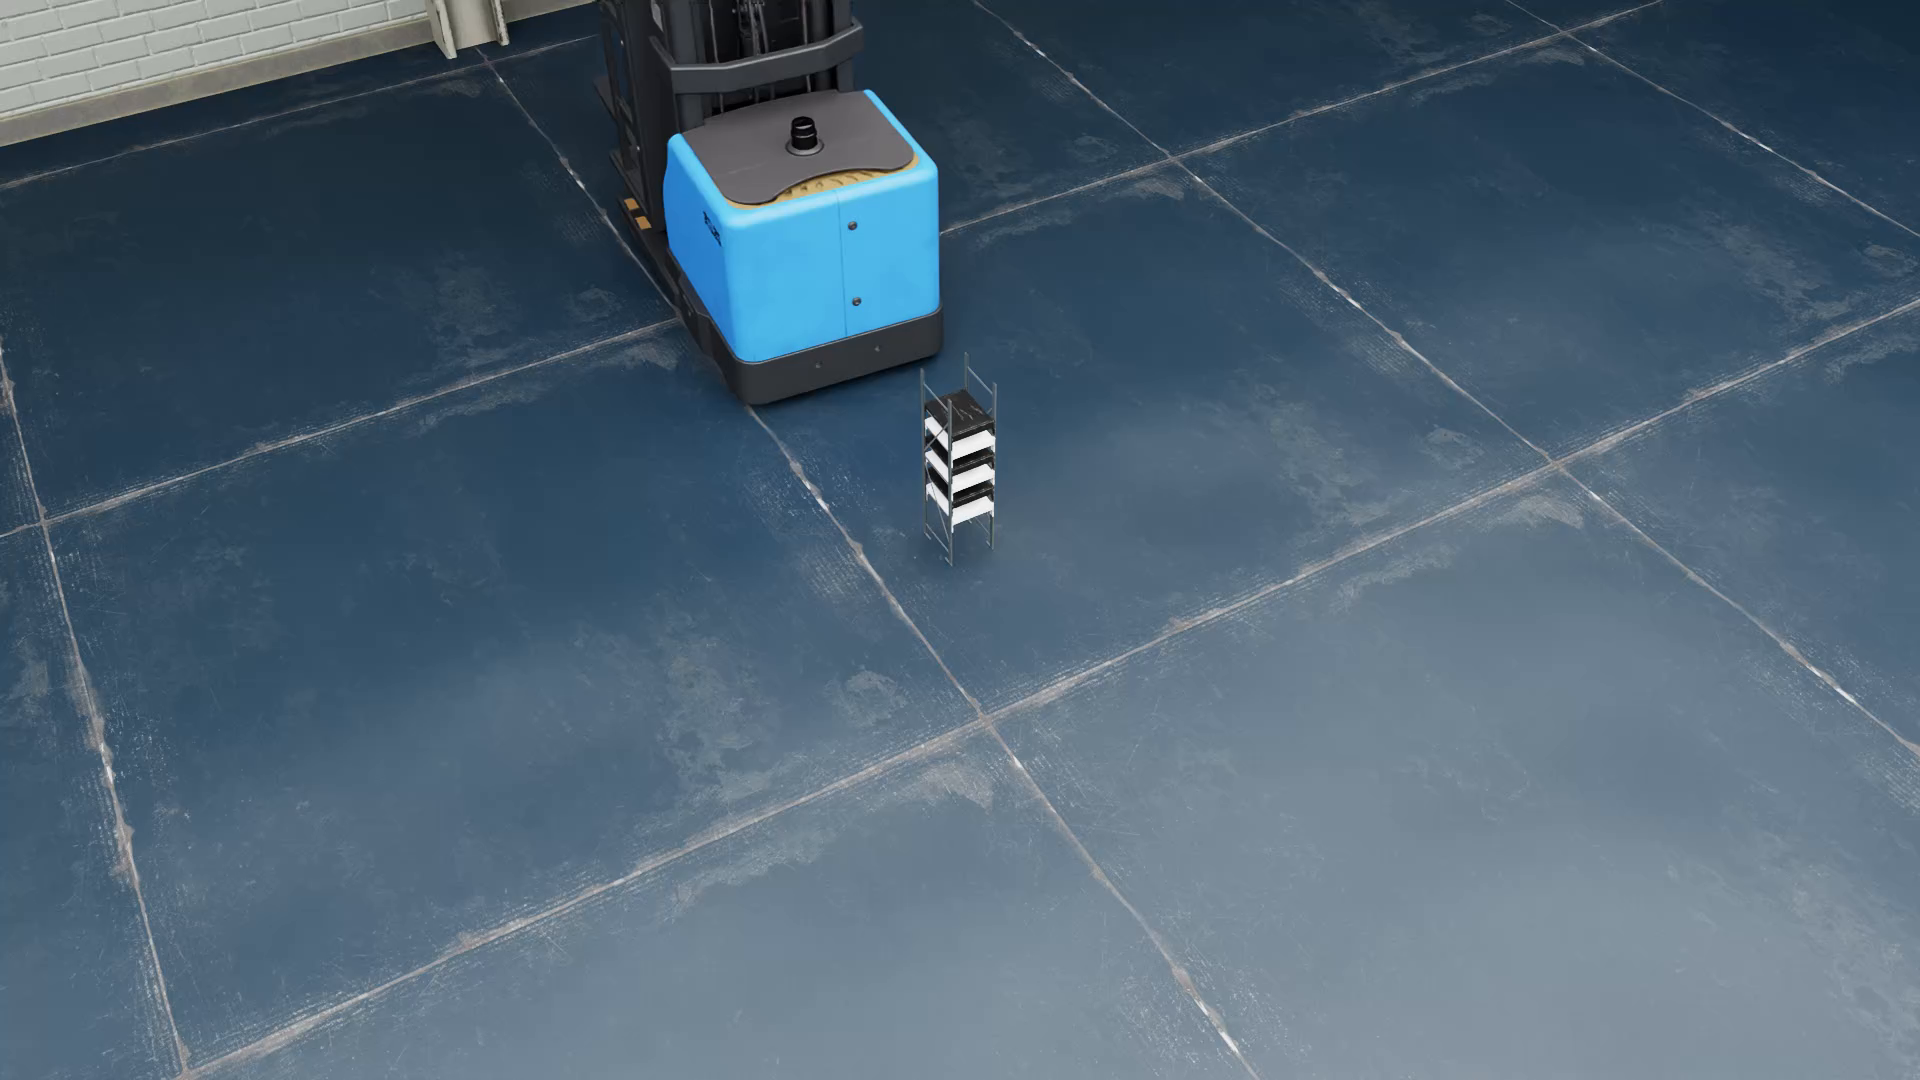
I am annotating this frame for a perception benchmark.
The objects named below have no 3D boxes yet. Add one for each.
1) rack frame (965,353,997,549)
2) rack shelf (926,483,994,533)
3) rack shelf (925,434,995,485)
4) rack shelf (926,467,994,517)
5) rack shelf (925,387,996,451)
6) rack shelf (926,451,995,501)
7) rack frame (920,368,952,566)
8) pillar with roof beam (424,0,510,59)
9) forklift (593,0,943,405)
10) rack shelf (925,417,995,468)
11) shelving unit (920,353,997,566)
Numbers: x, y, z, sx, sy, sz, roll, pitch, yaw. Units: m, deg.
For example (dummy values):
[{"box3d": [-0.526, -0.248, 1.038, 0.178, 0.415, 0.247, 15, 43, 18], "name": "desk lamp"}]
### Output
[{"box3d": [0.081, -0.355, 6.899, 0.006, 0.900, 0.240, -22, 48, -21], "name": "rack frame"}, {"box3d": [-0.007, -0.167, 7.012, 0.200, 0.077, 0.258, -22, 48, -21], "name": "rack shelf"}, {"box3d": [-0.007, -0.361, 6.824, 0.200, 0.077, 0.258, -22, 48, -21], "name": "rack shelf"}, {"box3d": [-0.007, -0.232, 6.949, 0.200, 0.077, 0.258, -22, 48, -21], "name": "rack shelf"}, {"box3d": [-0.007, -0.490, 6.698, 0.200, 0.077, 0.258, -22, 48, -21], "name": "rack shelf"}, {"box3d": [-0.007, -0.296, 6.886, 0.200, 0.077, 0.258, -22, 48, -21], "name": "rack shelf"}, {"box3d": [-0.095, -0.285, 6.827, 0.006, 0.900, 0.240, -22, 48, -21], "name": "rack frame"}, {"box3d": [-0.908, -3.749, 4.581, 0.400, 9.000, 9.100, -22, 48, -21], "name": "pillar with roof beam"}, {"box3d": [-1.169, -2.712, 7.870, 1.130, 2.935, 3.031, -18, 47, -18], "name": "forklift"}, {"box3d": [-0.007, -0.425, 6.761, 0.200, 0.077, 0.258, -22, 48, -21], "name": "rack shelf"}, {"box3d": [-0.007, -0.320, 6.863, 0.210, 0.900, 0.258, -22, 48, -21], "name": "shelving unit"}]
